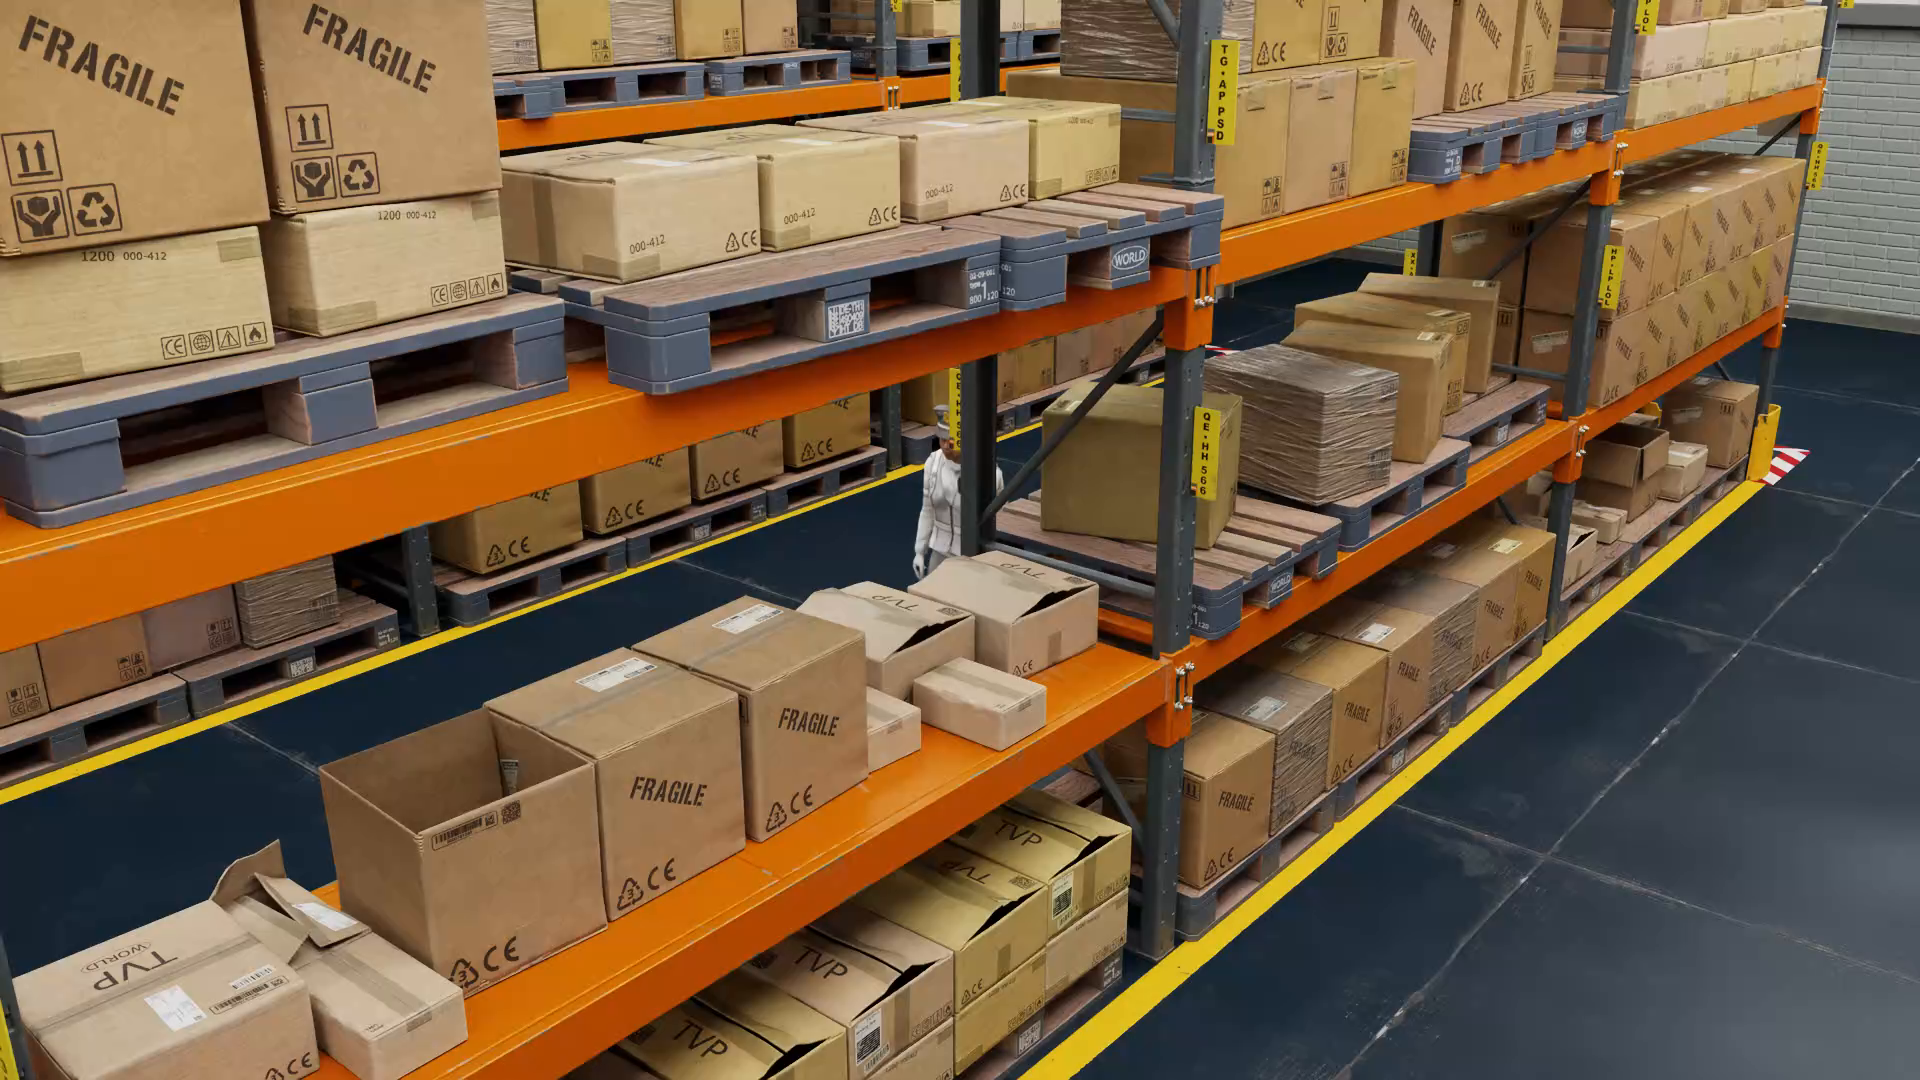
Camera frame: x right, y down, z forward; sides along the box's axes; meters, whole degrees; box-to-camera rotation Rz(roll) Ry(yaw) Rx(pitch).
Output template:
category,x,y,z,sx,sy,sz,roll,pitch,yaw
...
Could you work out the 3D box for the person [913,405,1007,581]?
category,x,y,z,sx,sy,sz,roll,pitch,yaw
person,0.006,0.119,8.246,0.542,1.666,0.371,14,25,34
